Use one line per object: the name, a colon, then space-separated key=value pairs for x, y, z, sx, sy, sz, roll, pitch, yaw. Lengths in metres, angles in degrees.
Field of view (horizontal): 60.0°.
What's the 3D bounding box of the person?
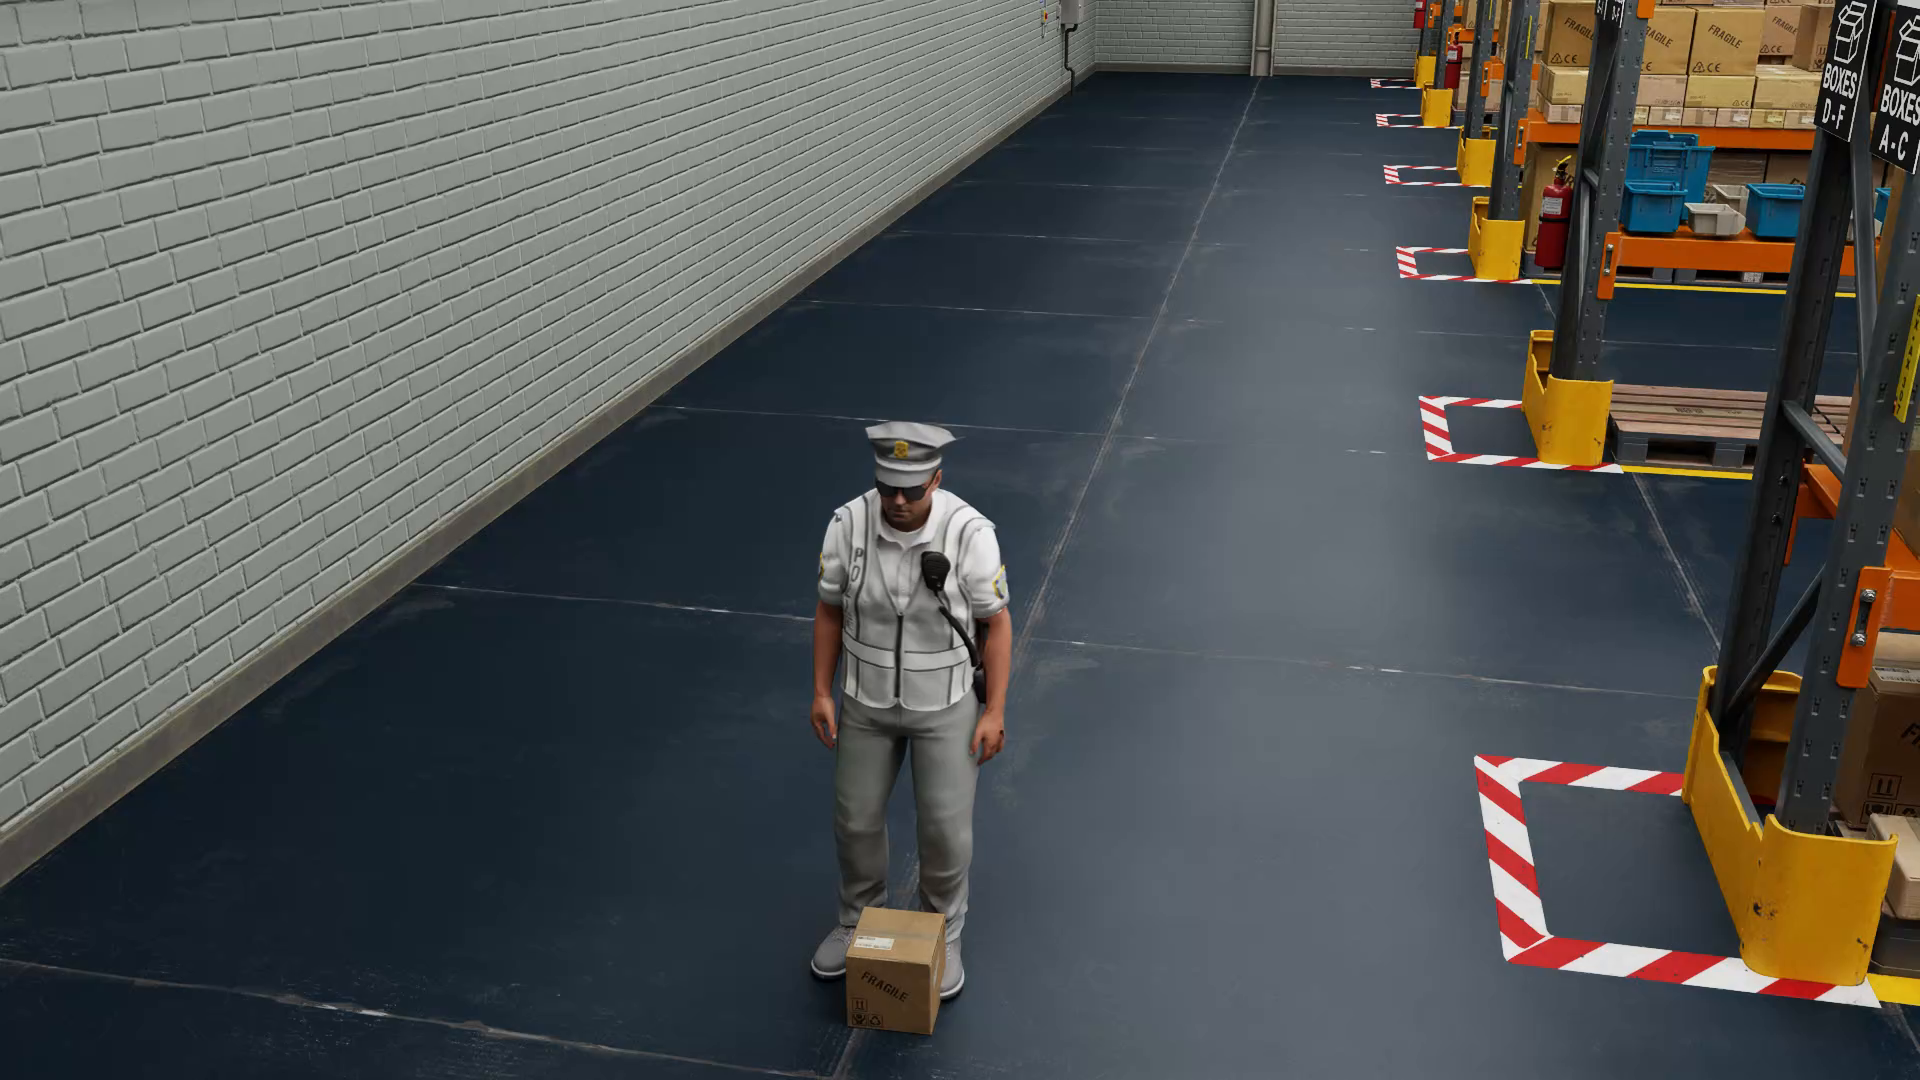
person: x=-0.147 y=0.477 z=4.862 sx=0.586 sy=1.745 sz=0.466 roll=4 pitch=22 yaw=11
